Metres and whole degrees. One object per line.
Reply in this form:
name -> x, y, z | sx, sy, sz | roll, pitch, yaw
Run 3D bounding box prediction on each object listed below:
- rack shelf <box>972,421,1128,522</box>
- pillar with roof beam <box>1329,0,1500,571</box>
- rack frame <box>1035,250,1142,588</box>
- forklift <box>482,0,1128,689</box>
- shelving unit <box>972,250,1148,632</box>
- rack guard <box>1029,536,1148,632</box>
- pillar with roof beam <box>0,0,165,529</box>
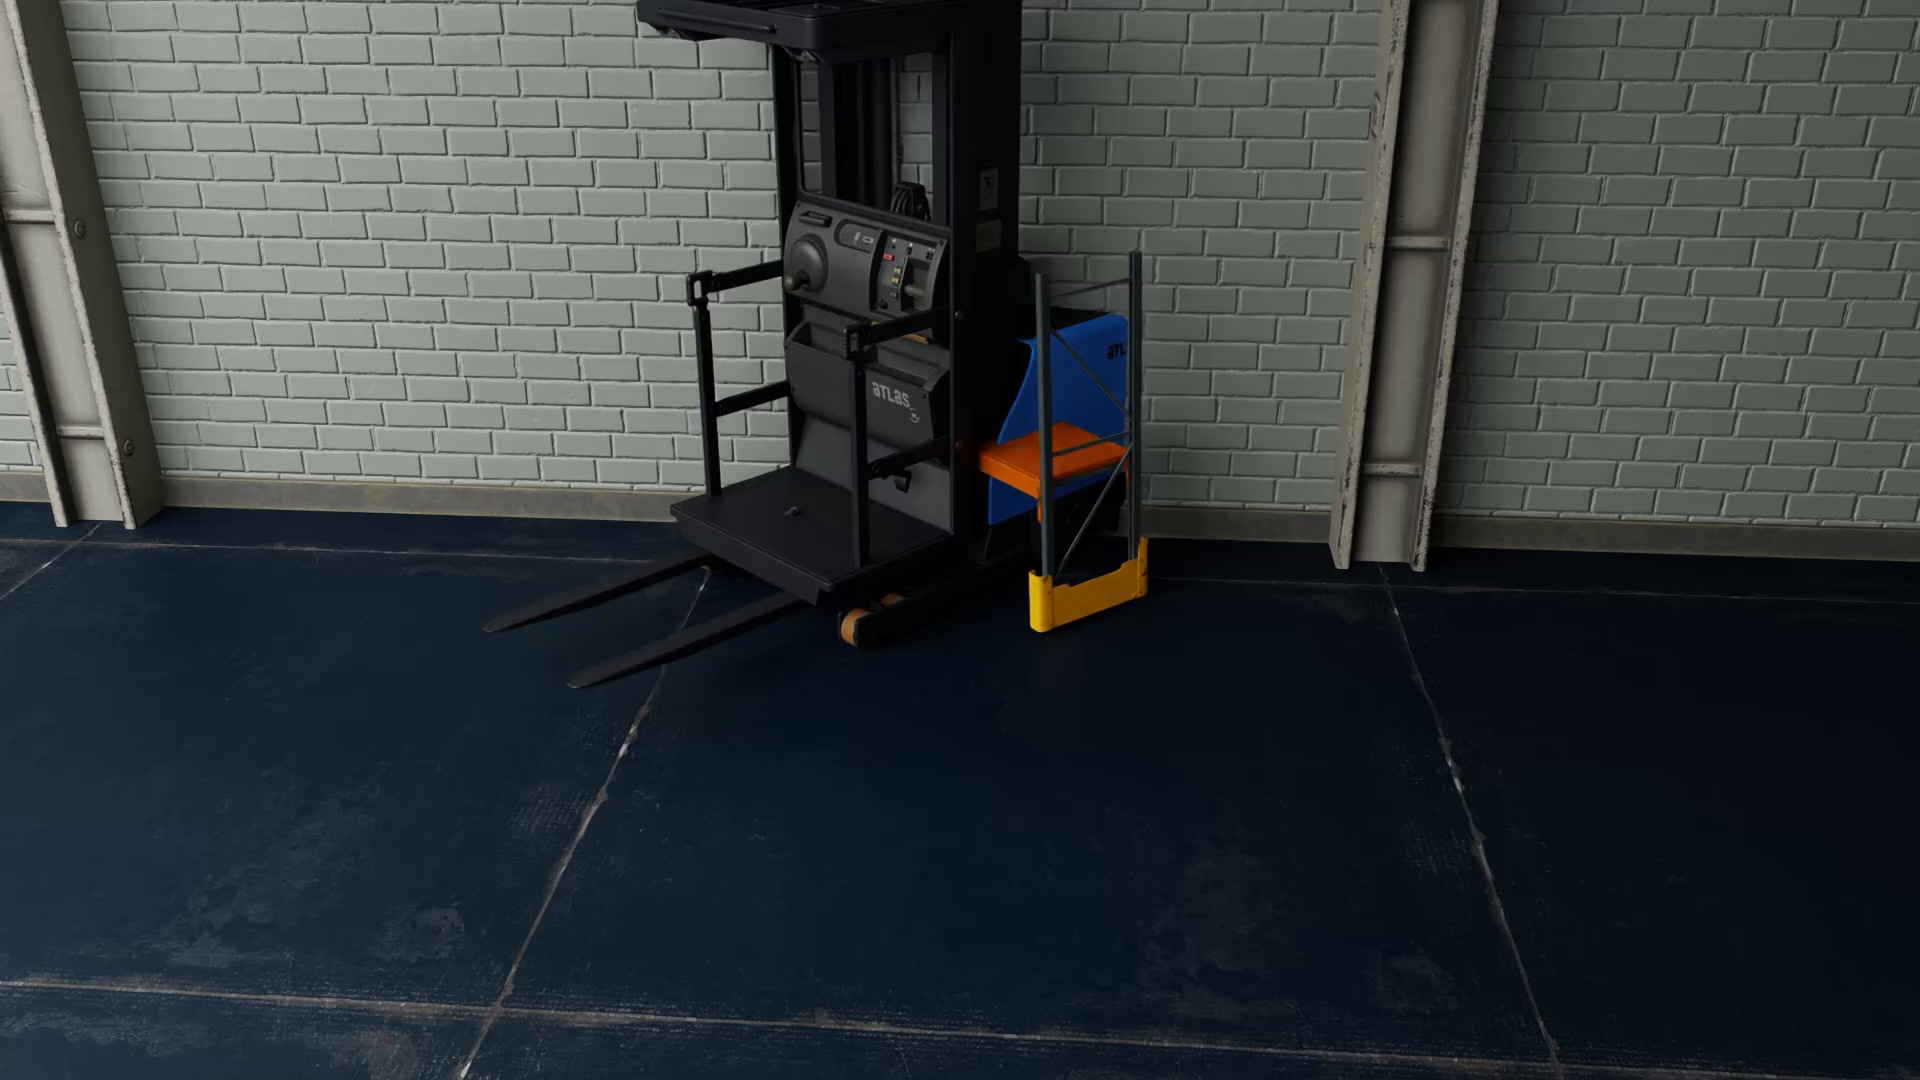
rack shelf -> 0.247, -0.380, 7.159 | 0.538, 0.185, 1.000 | -18, 28, -30
pillar with roof beam -> 1.571, -2.224, 1.818 | 0.400, 9.000, 9.100 | 2, 25, 4
rack frame -> 0.529, -0.384, 6.700 | 0.500, 1.500, 0.032 | -18, 28, -30
forklift -> -0.548, -1.130, 6.700 | 3.031, 2.935, 1.130 | -22, 33, -39
shelving unit -> 0.234, -0.547, 7.093 | 0.587, 1.500, 1.083 | -18, 28, -30
rack guard -> 0.543, 0.180, 6.970 | 0.587, 0.250, 0.087 | -18, 28, -30
pillar with roof beam -> -4.411, -2.416, 2.235 | 0.400, 9.000, 9.100 | 2, 25, 4
